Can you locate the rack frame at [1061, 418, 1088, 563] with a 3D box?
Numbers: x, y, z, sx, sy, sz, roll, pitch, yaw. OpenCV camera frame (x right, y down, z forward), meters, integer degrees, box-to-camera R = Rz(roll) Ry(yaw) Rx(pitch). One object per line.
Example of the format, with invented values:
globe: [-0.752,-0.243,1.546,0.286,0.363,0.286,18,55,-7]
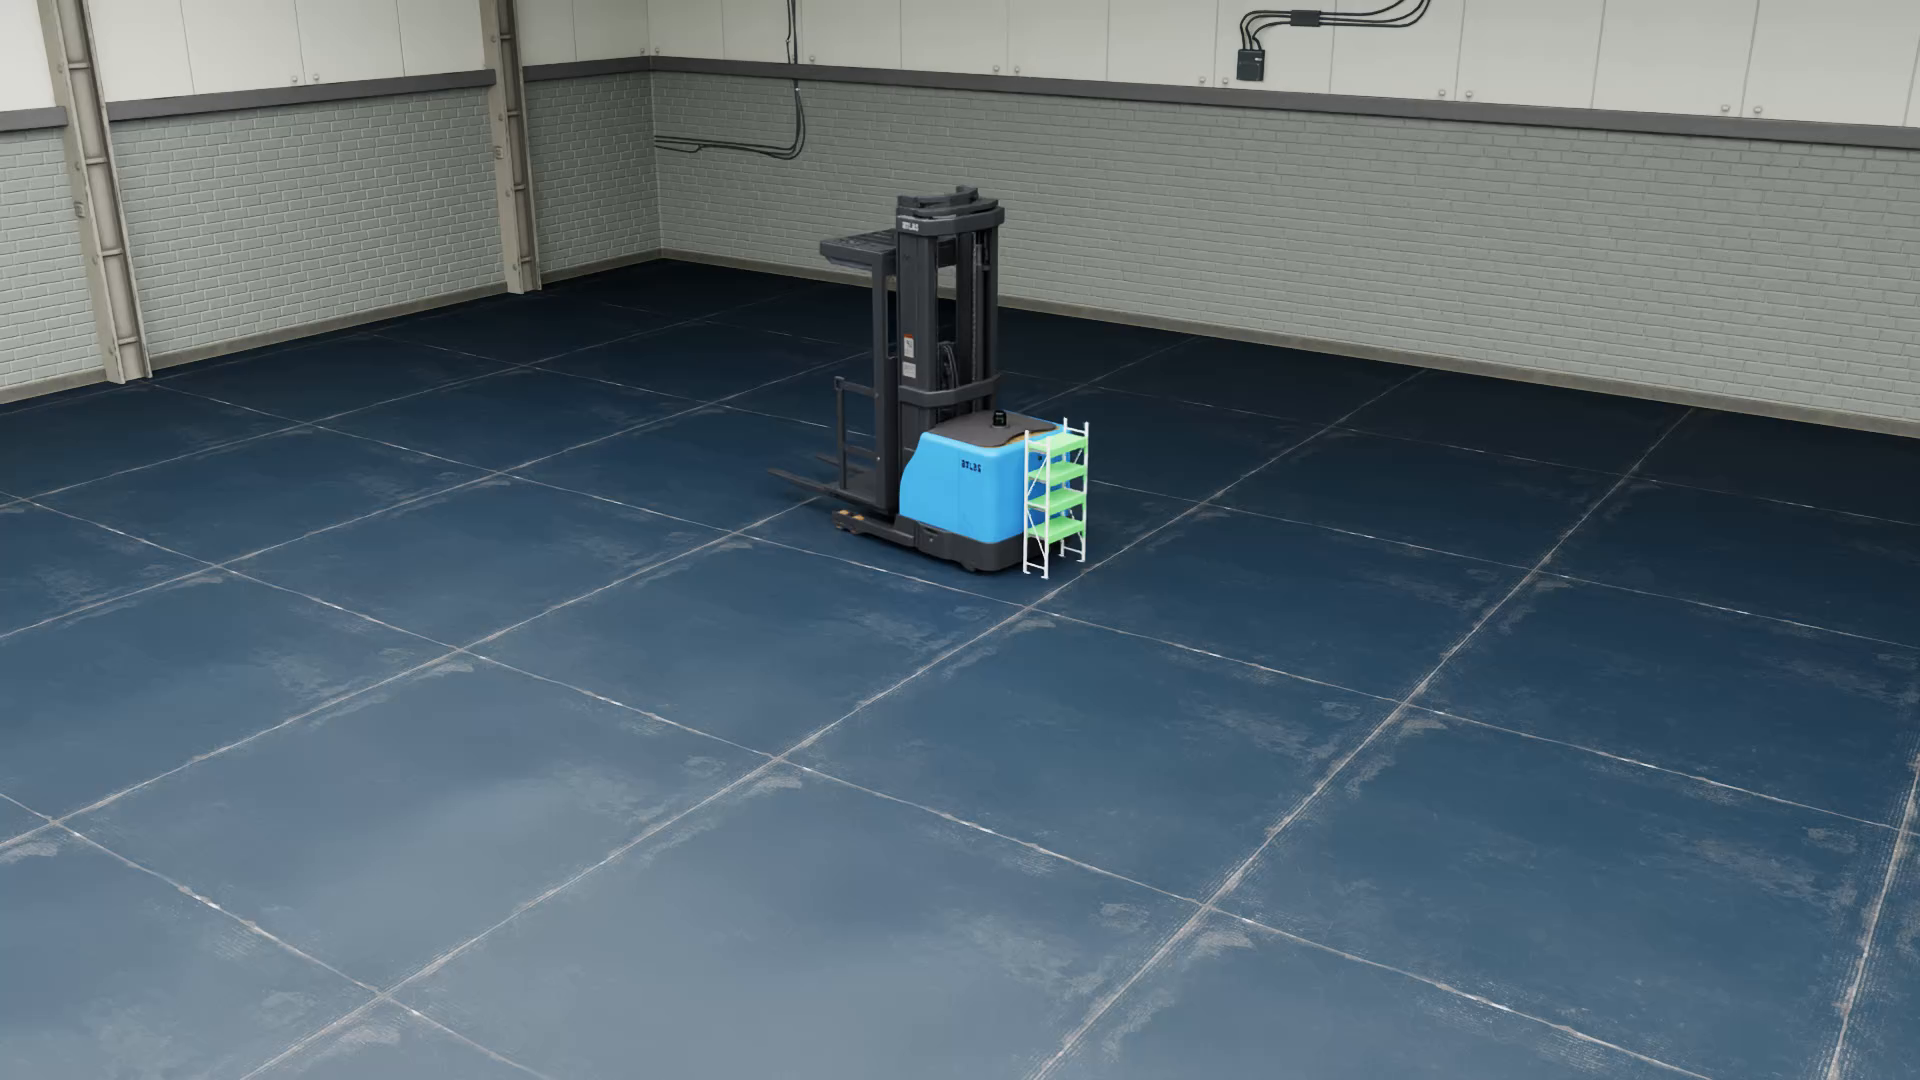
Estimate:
rack frame: [0.937,-0.402,13.622,0.240,1.200,0.015,17,26,39]

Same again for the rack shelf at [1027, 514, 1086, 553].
rack shelf: [0.775,-0.054,13.556,0.258,0.148,0.480,17,26,39]

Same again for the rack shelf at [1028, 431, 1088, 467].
rack shelf: [0.775,-0.729,13.306,0.258,0.148,0.480,17,26,39]

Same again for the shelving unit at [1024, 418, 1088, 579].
shelving unit: [0.775,-0.339,13.451,0.258,1.200,0.503,17,26,39]

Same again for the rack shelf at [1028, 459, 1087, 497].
rack shelf: [0.775,-0.504,13.390,0.258,0.148,0.480,17,26,39]

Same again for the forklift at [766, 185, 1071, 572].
forklift: [-0.480,-1.535,14.190,3.031,2.935,1.130,18,27,41]

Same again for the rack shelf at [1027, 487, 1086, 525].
rack shelf: [0.775,-0.279,13.473,0.258,0.148,0.480,17,26,39]

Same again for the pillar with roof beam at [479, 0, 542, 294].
pillar with roof beam: [-2.728,-6.982,20.169,9.100,9.000,0.400,13,24,32]

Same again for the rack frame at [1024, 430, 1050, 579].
rack frame: [0.612,-0.275,13.280,0.240,1.200,0.015,17,26,39]

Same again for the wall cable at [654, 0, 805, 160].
wall cable: [-3.539,-6.953,24.566,3.097,2.526,0.112,13,24,32]

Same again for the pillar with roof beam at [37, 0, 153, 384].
pillar with roof beam: [-6.101,-5.260,15.515,9.100,9.000,0.400,13,24,32]

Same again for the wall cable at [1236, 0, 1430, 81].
wall cable: [4.304,-8.148,18.419,2.305,6.003,0.169,13,24,32]
